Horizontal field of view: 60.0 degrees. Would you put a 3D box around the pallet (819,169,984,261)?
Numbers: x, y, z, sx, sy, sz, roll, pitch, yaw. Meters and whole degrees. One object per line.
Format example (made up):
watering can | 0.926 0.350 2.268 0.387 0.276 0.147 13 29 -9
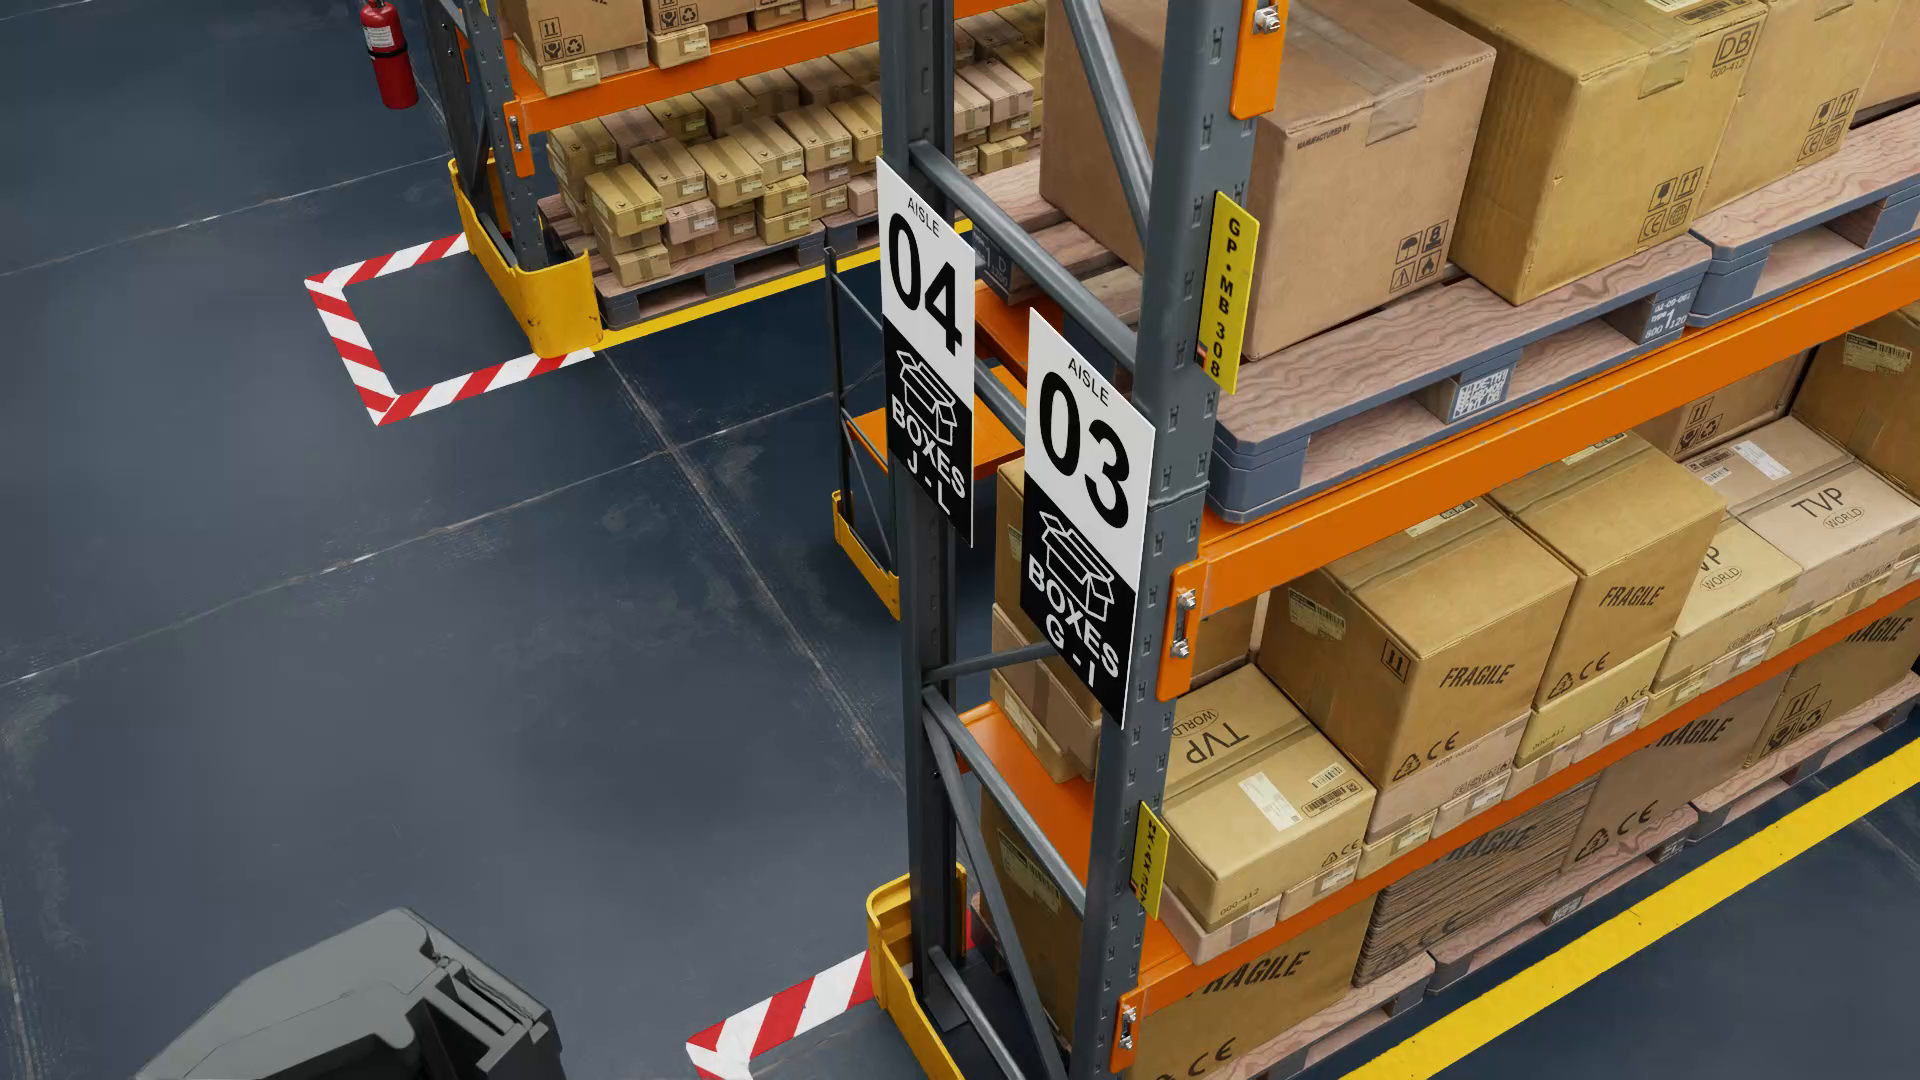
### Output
pallet | -0.398 -2.032 9.122 1.213 0.211 1.003 -22 48 -21

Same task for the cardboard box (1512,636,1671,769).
cardboard box | 1.576 0.292 4.619 0.500 0.250 0.500 -23 49 -22

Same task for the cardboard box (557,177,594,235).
cardboard box | -1.890 -1.762 8.586 0.250 0.149 0.380 -21 48 -20

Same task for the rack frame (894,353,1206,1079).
rack frame | 0.140 0.705 4.300 0.127 3.000 1.000 -22 48 -21

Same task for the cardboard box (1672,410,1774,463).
cardboard box | 2.191 -0.379 5.310 0.500 0.250 0.500 -21 48 -20

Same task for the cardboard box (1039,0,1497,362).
cardboard box | 0.565 -0.807 3.258 0.500 0.500 0.700 -25 49 -23

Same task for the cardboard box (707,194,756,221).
cardboard box | -1.227 -1.786 8.398 0.250 0.149 0.380 -21 48 -20

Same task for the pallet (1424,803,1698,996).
pallet | 1.851 0.960 6.038 1.213 0.211 1.003 -22 48 -21

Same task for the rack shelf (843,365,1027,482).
rack shelf | 0.074 -0.439 6.813 1.000 0.185 0.538 -22 48 -21

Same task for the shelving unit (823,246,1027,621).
shelving unit | 0.066 -0.565 6.684 1.083 1.500 0.587 -22 48 -21

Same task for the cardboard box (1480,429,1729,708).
cardboard box | 1.571 0.022 4.358 0.500 0.500 0.500 -23 49 -22

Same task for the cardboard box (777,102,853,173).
cardboard box | -0.739 -2.048 8.454 0.250 0.149 0.380 -20 48 -19

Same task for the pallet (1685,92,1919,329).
pallet | 1.838 -1.030 3.997 1.213 0.211 1.003 -22 48 -21

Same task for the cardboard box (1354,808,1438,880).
cardboard box | 1.056 0.692 4.493 0.250 0.149 0.380 -23 49 -22

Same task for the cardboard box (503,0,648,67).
cardboard box | -1.716 -2.457 7.272 0.500 0.500 0.500 -20 47 -19

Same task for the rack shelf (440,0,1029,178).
rack shelf | -0.509 -2.761 8.387 4.000 0.370 1.077 -22 48 -21

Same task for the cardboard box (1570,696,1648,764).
cardboard box | 1.726 0.423 4.770 0.250 0.149 0.380 -22 48 -21

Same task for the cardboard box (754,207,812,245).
cardboard box | -0.955 -1.695 8.517 0.250 0.149 0.380 -21 48 -20

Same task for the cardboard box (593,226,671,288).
cardboard box | -1.629 -1.442 8.257 0.250 0.149 0.380 -21 48 -20

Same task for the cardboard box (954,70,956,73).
cardboard box | -0.102 -2.594 9.230 0.250 0.149 0.380 -20 47 -19

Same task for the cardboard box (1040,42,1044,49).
cardboard box | 0.633 -2.571 8.993 0.250 0.149 0.380 -22 48 -21

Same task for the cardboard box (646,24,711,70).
cardboard box | -1.339 -2.324 7.601 0.250 0.149 0.380 -23 49 -22

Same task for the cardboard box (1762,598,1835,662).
cardboard box | 2.393 0.157 5.045 0.250 0.149 0.380 -23 48 -22

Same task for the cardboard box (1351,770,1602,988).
cardboard box | 1.445 0.730 5.497 0.875 0.875 0.875 -22 48 -21

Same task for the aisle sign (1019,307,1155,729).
aisle sign | 0.228 -0.022 3.182 0.004 0.787 0.394 -22 48 -21

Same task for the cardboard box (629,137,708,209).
cardboard box | -1.440 -1.812 8.211 0.250 0.149 0.380 -21 48 -20

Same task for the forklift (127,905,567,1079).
forklift | -0.537 2.070 2.942 3.031 2.935 1.130 26 50 24

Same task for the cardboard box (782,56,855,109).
cardboard box | -0.757 -2.425 8.843 0.250 0.149 0.380 -23 49 -22

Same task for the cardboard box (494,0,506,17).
cardboard box | -1.981 -2.780 7.604 0.500 0.500 0.500 -21 48 -20

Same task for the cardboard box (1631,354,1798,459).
cardboard box | 2.186 -0.644 5.045 0.500 0.500 0.500 -23 49 -22

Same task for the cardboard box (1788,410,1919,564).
cardboard box | 2.909 -0.243 5.171 0.500 0.250 0.500 -20 48 -20

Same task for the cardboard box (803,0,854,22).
cardboard box | -0.707 -2.645 7.931 0.250 0.149 0.380 -23 49 -22

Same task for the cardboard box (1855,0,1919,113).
cardboard box | 1.968 -1.395 3.864 0.500 0.500 0.700 -20 48 -19

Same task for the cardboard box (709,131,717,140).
cardboard box | -1.193 -2.128 8.750 0.250 0.149 0.380 -22 48 -21

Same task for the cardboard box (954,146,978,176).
cardboard box | -0.102 -2.090 8.925 0.250 0.149 0.380 -21 48 -20

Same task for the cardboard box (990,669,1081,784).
cardboard box | 0.285 0.472 4.719 0.250 0.149 0.380 -21 48 -20

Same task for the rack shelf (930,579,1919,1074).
rack shelf | 1.875 0.269 5.265 4.000 0.370 1.077 -22 48 -21

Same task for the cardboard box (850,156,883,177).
cardboard box | -0.553 -2.078 8.699 0.250 0.149 0.380 -19 47 -19

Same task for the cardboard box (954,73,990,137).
cardboard box | -0.048 -2.277 8.690 0.250 0.149 0.380 -23 49 -22

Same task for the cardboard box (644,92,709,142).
cardboard box | -1.502 -2.222 8.634 0.250 0.149 0.380 -23 49 -22

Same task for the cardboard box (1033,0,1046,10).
cardboard box | 0.555 -3.000 9.435 0.250 0.149 0.380 -20 47 -19

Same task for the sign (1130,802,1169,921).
sign | 0.412 0.703 3.623 0.005 0.325 0.100 -22 48 -21

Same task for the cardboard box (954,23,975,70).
cardboard box | -0.116 -2.740 9.167 0.250 0.149 0.380 -21 48 -20

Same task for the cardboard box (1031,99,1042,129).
cardboard box | 0.392 -2.414 9.045 0.250 0.149 0.380 -21 48 -21
